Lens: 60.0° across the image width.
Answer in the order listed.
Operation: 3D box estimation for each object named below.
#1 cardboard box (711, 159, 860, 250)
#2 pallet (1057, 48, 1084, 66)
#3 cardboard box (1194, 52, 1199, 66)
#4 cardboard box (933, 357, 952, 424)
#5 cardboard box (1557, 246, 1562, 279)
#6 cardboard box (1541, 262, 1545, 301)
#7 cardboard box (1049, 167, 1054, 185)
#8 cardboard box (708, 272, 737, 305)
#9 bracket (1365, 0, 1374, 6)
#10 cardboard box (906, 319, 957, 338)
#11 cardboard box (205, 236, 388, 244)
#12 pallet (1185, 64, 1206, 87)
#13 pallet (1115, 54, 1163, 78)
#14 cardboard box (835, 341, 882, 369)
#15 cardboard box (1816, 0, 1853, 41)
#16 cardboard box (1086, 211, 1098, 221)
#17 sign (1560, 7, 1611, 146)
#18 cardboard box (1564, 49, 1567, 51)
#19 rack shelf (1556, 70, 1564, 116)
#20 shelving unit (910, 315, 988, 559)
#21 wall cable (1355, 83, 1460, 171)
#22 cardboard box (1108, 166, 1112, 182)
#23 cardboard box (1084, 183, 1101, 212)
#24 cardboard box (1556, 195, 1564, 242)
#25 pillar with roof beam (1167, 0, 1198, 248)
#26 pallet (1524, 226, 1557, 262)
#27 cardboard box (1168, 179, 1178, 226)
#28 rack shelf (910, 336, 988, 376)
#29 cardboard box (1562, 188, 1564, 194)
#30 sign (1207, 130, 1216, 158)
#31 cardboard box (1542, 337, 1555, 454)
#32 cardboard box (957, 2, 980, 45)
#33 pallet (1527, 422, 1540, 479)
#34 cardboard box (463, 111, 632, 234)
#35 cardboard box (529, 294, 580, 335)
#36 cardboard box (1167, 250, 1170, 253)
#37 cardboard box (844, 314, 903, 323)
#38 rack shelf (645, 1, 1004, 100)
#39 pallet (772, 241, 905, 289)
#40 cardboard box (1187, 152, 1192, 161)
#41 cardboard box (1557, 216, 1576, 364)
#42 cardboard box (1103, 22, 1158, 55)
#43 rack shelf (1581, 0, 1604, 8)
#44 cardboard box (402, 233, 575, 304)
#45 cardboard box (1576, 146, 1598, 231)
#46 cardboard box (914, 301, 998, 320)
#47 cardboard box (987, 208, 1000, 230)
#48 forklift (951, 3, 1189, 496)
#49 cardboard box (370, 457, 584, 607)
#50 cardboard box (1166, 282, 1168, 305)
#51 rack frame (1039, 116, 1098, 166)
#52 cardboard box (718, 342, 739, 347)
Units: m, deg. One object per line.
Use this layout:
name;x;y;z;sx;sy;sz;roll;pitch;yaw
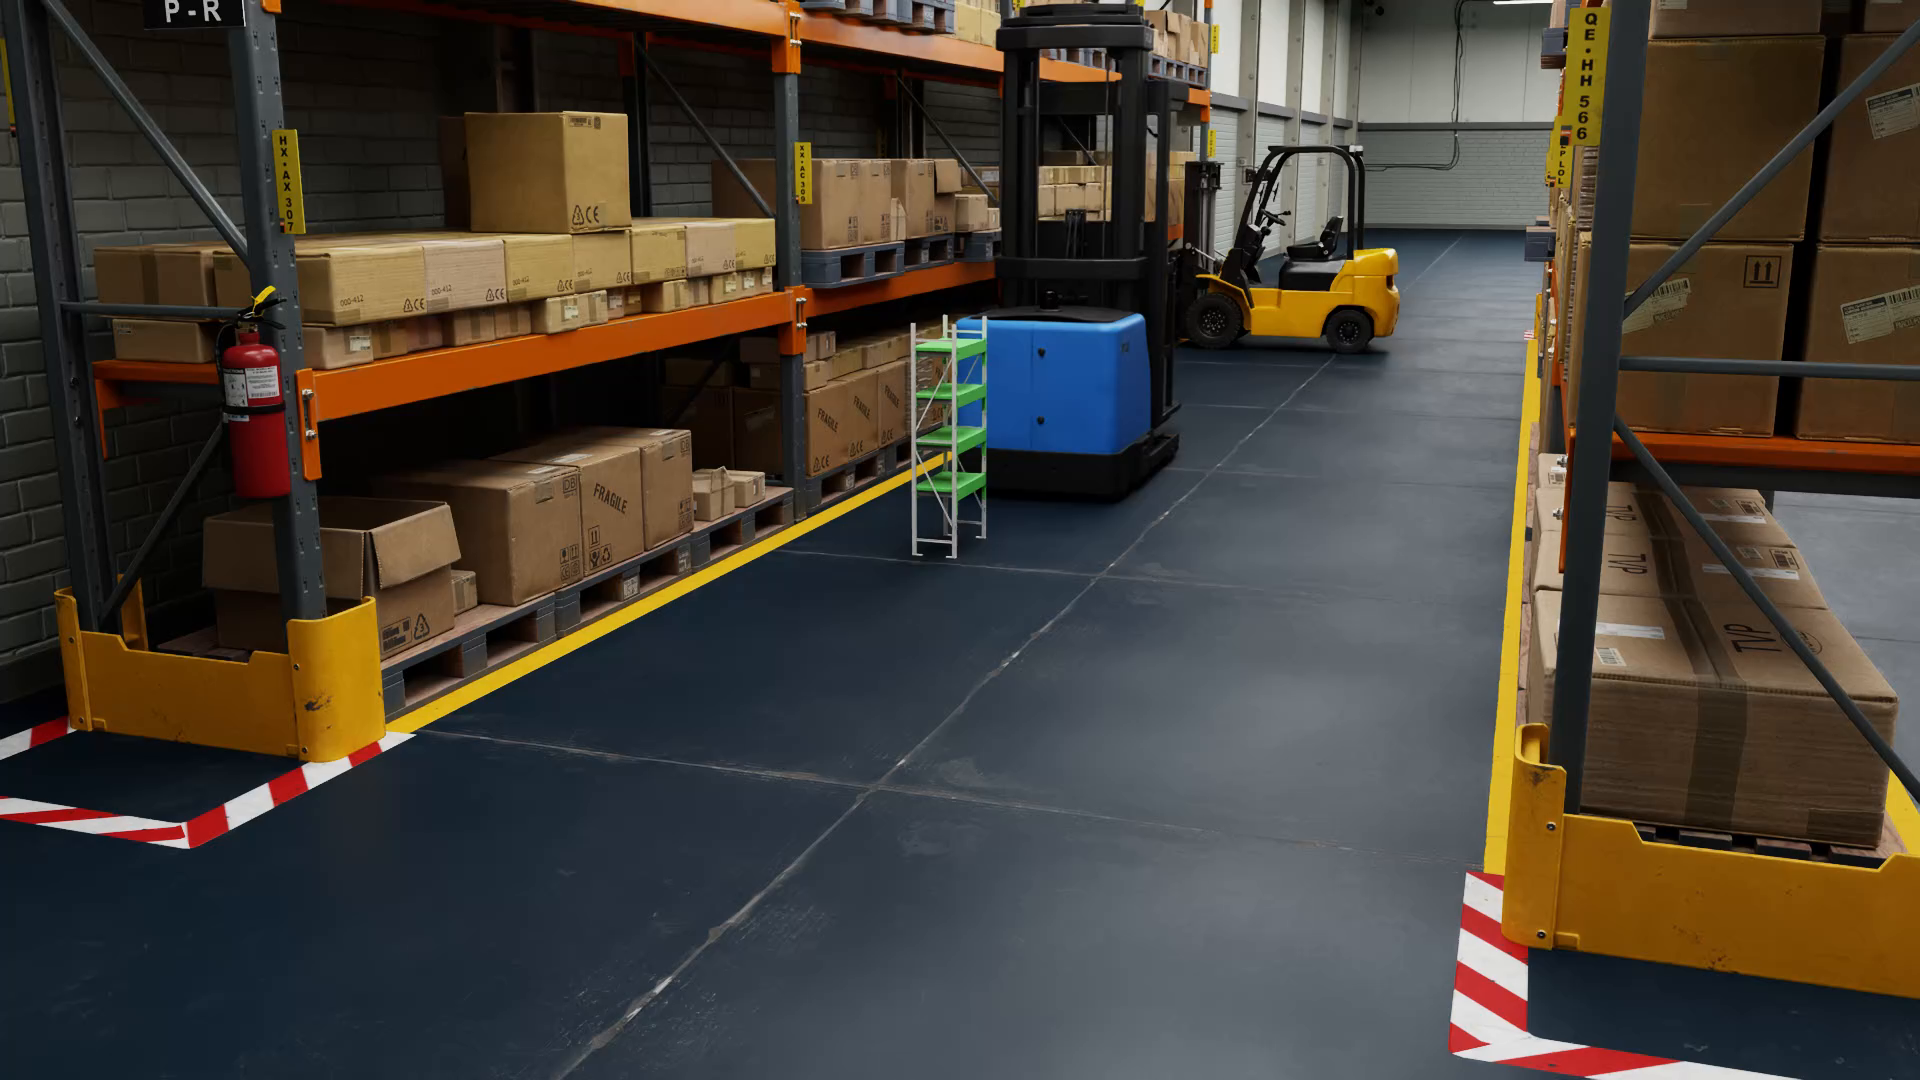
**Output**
cardboard box;-1.000;-1.943;9.591;0.700;0.500;0.500;5;14;20
pallet;0.420;-4.201;14.338;1.003;0.211;1.213;5;14;21
cardboard box;2.533;-5.527;19.120;0.380;0.149;0.250;4;13;17
cardboard box;-0.346;-1.113;11.795;0.500;0.500;0.500;5;14;21
cardboard box;3.903;-1.712;10.084;0.500;0.250;0.500;5;14;20
cardboard box;6.682;-2.849;18.278;0.500;0.500;0.500;4;13;17
cardboard box;0.577;-3.080;14.059;0.380;0.149;0.250;5;14;19
cardboard box;-1.358;-1.283;8.433;0.380;0.149;0.250;5;14;20
bracket;11.344;-14.932;46.097;0.235;0.232;0.430;4;14;18
cardboard box;-0.180;-1.514;12.097;0.380;0.149;0.250;4;13;17
cardboard box;-2.597;-1.058;6.551;0.500;0.250;0.500;4;14;19
pallet;2.261;-5.403;19.375;1.003;0.211;1.213;4;14;18
pallet;1.471;-4.889;17.125;1.003;0.211;1.213;4;14;18
cardboard box;-0.720;-1.190;10.676;0.380;0.149;0.250;4;14;18
cardboard box;2.430;-1.373;4.331;0.380;0.149;0.250;5;14;20
cardboard box;0.957;-2.882;15.209;0.500;0.250;0.500;4;14;19
sign;1.526;-1.127;4.050;0.100;0.325;0.005;4;14;18
cardboard box;5.806;-4.579;15.235;0.500;0.250;0.500;4;14;18
rack shelf;6.565;-4.464;16.682;1.077;0.370;4.000;4;14;18
shelving unit;-0.054;-0.550;8.702;0.258;1.200;0.503;4;14;18
wall cable;13.347;-12.301;49.638;3.097;2.526;0.112;4;14;18
cardboard box;1.253;-3.510;15.941;0.380;0.149;0.250;4;13;18
cardboard box;0.973;-3.121;15.134;0.500;0.250;0.500;5;14;20
cardboard box;3.708;-1.852;9.577;0.500;0.250;0.500;5;14;19
pillar with roof beam;7.451;-7.927;23.495;9.100;9.000;0.400;4;14;18
pallet;4.753;-2.154;12.114;1.213;0.211;1.003;4;14;18
cardboard box;2.109;-3.733;18.380;0.500;0.500;0.500;4;14;19
rack shelf;-0.054;-0.956;8.609;0.258;0.148;0.480;4;14;18
cardboard box;3.899;-2.326;9.968;0.500;0.500;0.500;5;14;20
sign;3.023;-4.768;20.004;0.100;0.325;0.005;4;14;18
cardboard box;3.454;-0.552;8.498;0.875;0.875;0.875;5;14;20
cardboard box;-0.172;-3.604;11.632;0.500;0.250;0.500;4;14;19
pallet;4.297;-0.569;11.008;1.003;0.211;1.213;4;14;18
cardboard box;-1.776;-1.591;7.201;0.500;0.500;0.500;5;14;20
cardboard box;-1.833;-0.956;7.001;0.380;0.149;0.250;4;13;17
cardboard box;2.501;-3.255;19.495;0.500;0.250;0.500;5;14;19
cardboard box;-0.649;-1.607;12.503;0.380;0.149;0.250;5;14;20
rack shelf;-0.721;-3.137;10.865;1.077;0.370;4.000;4;14;18
pallet;-1.007;-1.671;9.998;1.003;0.211;1.213;4;14;18
cardboard box;2.488;-4.439;19.343;0.380;0.149;0.250;5;14;20
cardboard box;2.429;-0.898;5.955;0.500;0.500;0.500;5;14;20
cardboard box;1.720;-5.118;16.962;0.500;0.311;0.500;5;14;20
rack shelf;2.682;-1.938;5.613;1.077;0.370;4.000;4;14;18
cardboard box;-1.937;-1.123;6.835;0.500;0.250;0.500;4;13;17
cardboard box;2.107;-1.172;4.910;0.500;0.500;0.500;4;14;19
cardboard box;0.141;-1.623;13.752;0.875;0.625;0.625;5;14;20
cardboard box;0.076;-2.362;12.218;0.380;0.149;0.250;5;14;19
forklift;0.881;-1.976;11.059;1.130;2.935;3.031;4;13;17
cardboard box;-2.062;-0.047;7.126;0.700;0.500;0.500;5;14;21
cardboard box;2.003;-2.687;18.131;0.500;0.250;0.500;4;14;18
rack frame;1.220;-3.288;16.653;1.000;3.000;0.127;4;14;18
cardboard box;-1.314;-1.168;10.579;0.380;0.149;0.250;4;13;16
